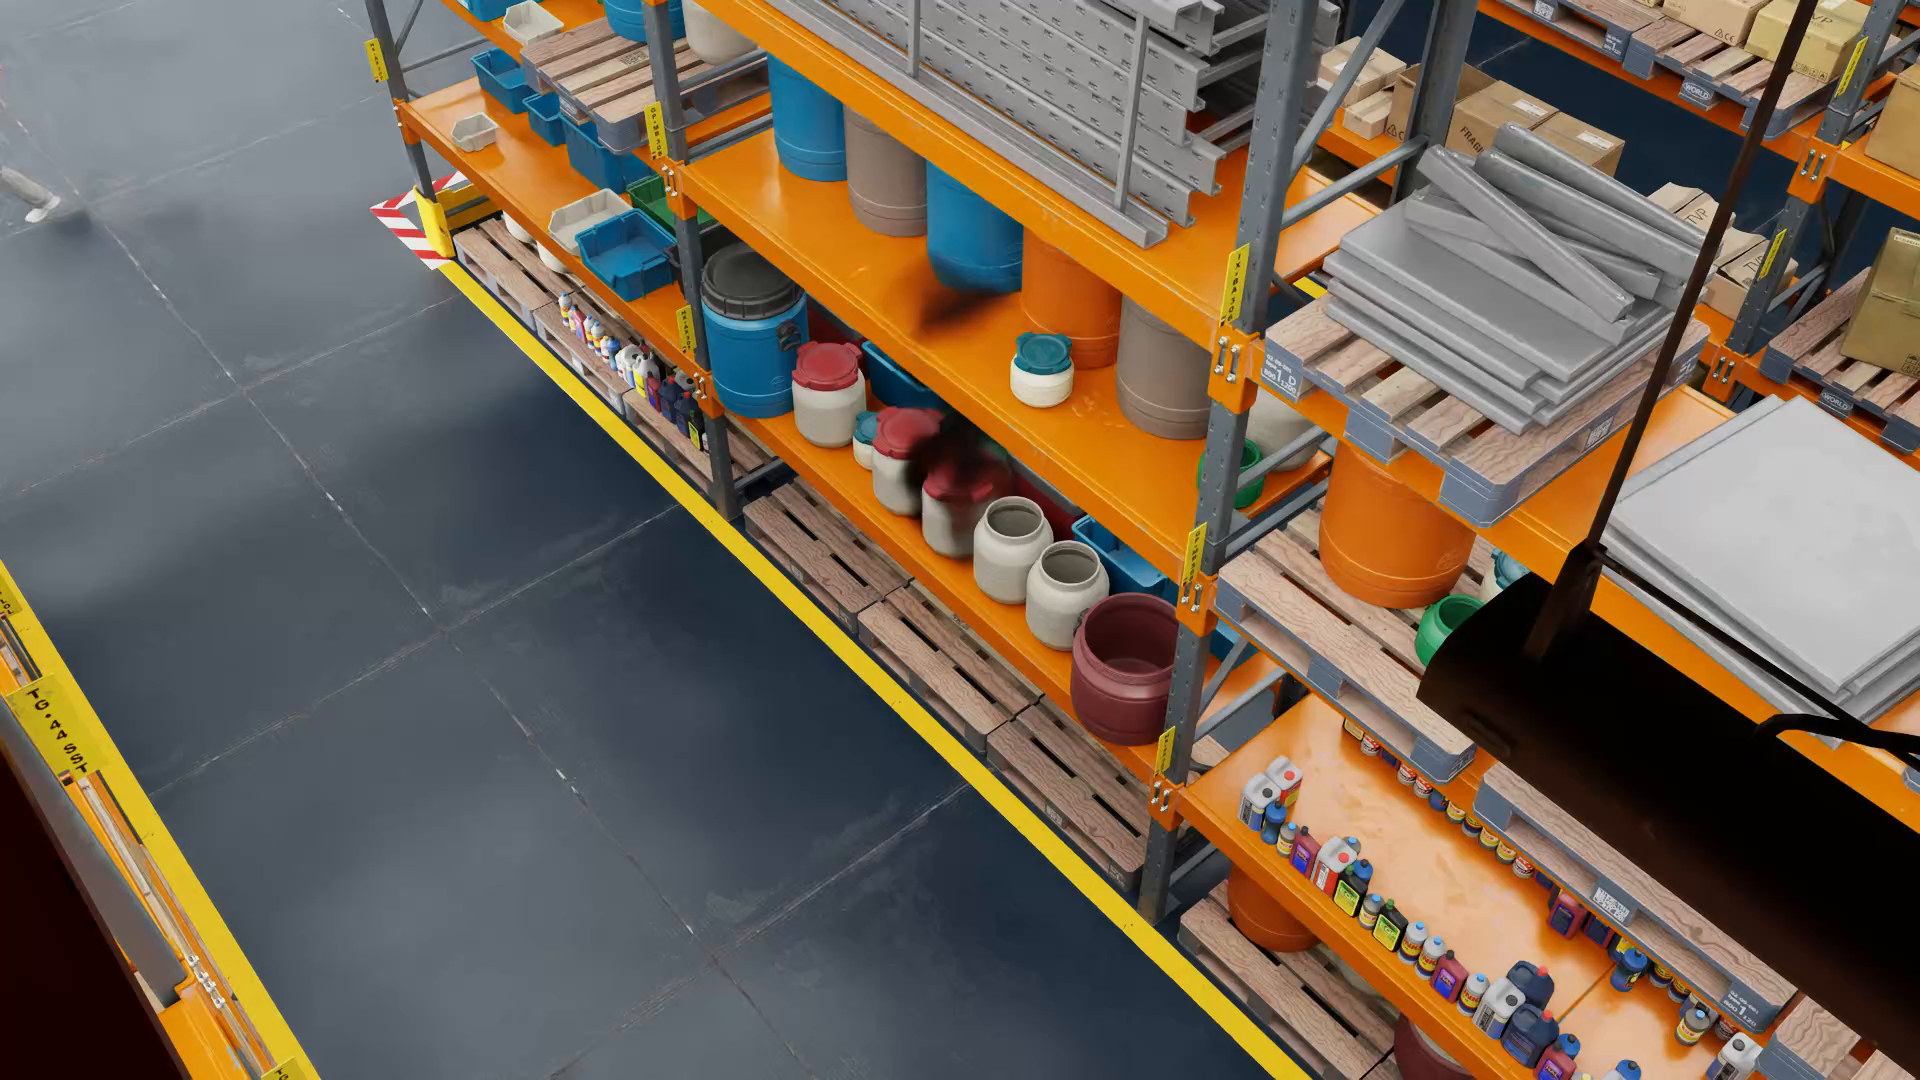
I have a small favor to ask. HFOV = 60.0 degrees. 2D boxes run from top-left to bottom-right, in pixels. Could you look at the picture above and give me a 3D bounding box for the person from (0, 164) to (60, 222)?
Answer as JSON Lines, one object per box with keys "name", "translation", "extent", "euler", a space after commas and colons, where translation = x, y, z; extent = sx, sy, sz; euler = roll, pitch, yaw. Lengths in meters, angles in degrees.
{"name": "person", "translation": [-7.641, -3.127, 12.810], "extent": [0.868, 1.700, 0.600], "euler": [-13, 48, -12]}
